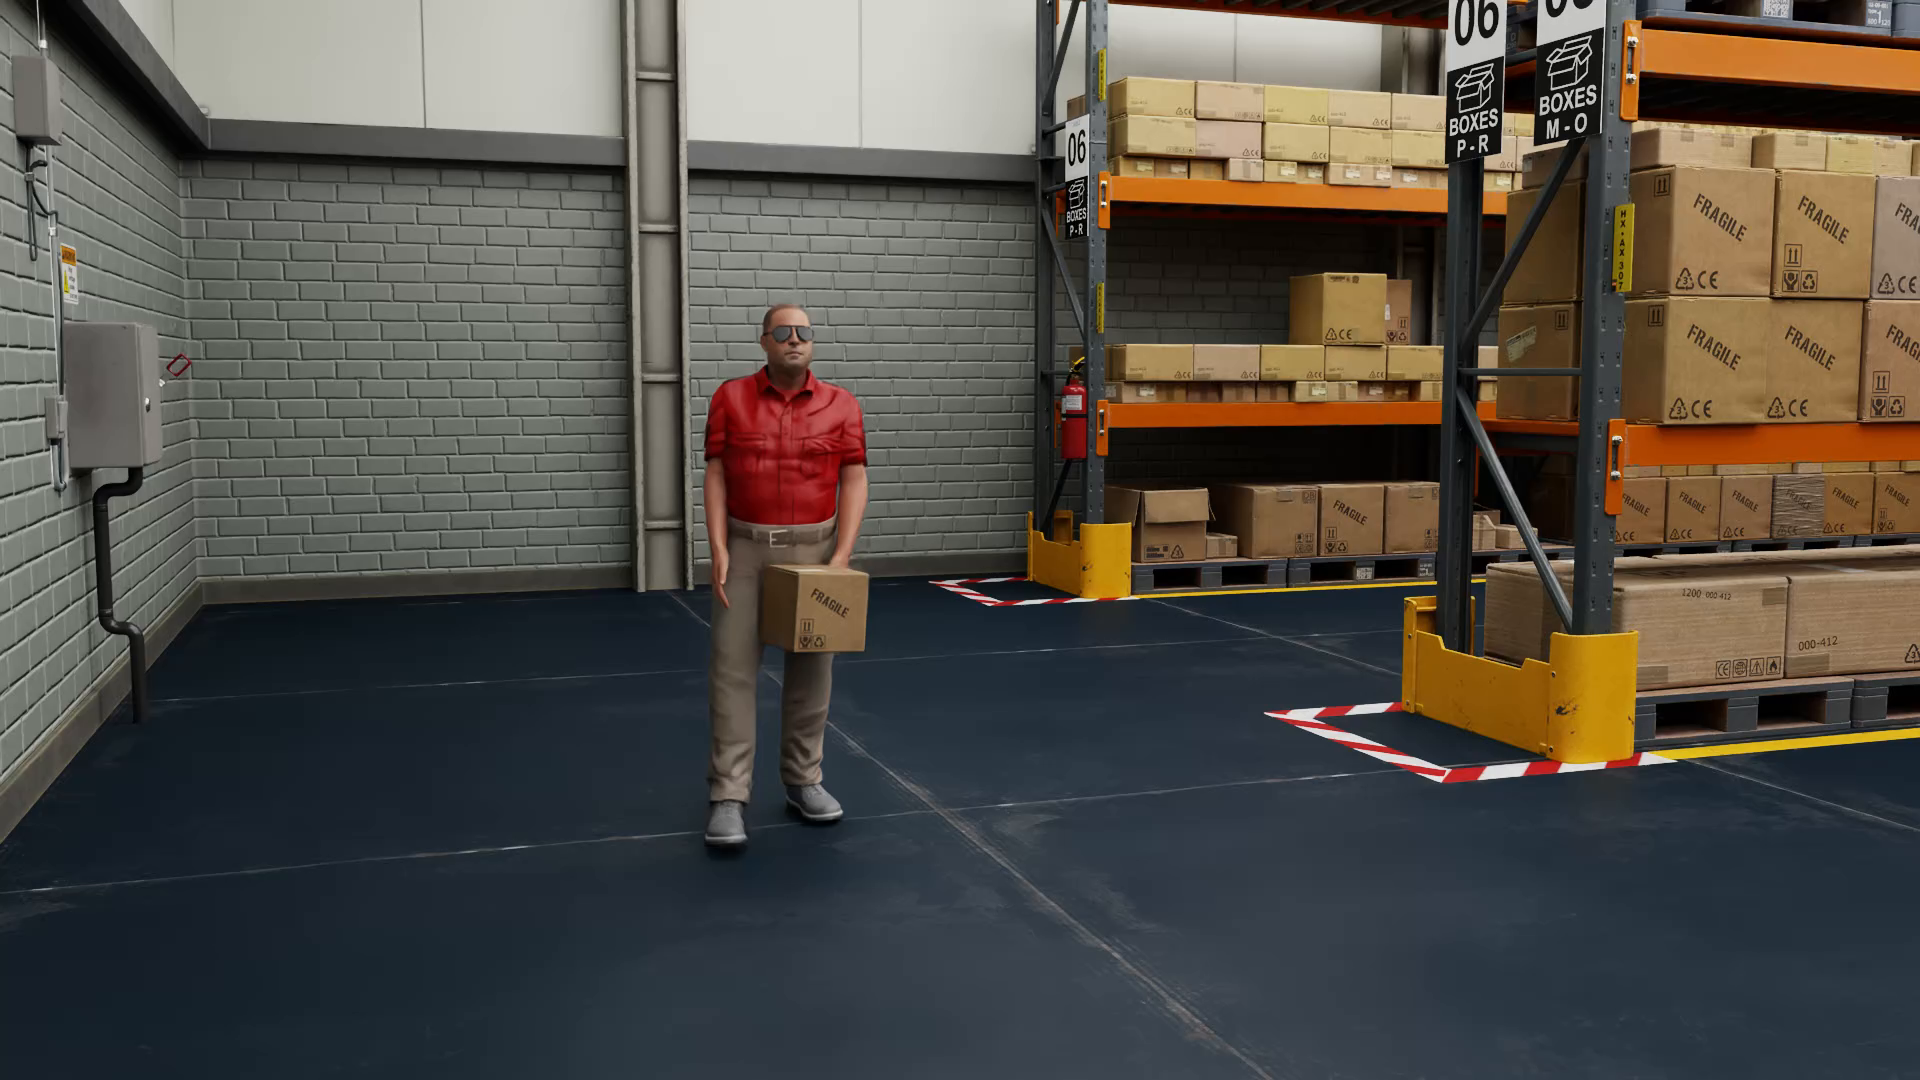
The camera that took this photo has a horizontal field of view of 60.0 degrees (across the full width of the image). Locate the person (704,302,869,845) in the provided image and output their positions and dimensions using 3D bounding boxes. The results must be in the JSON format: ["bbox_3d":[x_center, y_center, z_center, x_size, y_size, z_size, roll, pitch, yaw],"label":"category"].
[{"bbox_3d":[-0.567,0.092,5.410,0.577,1.724,0.648,-1,6,-13],"label":"person"}]
